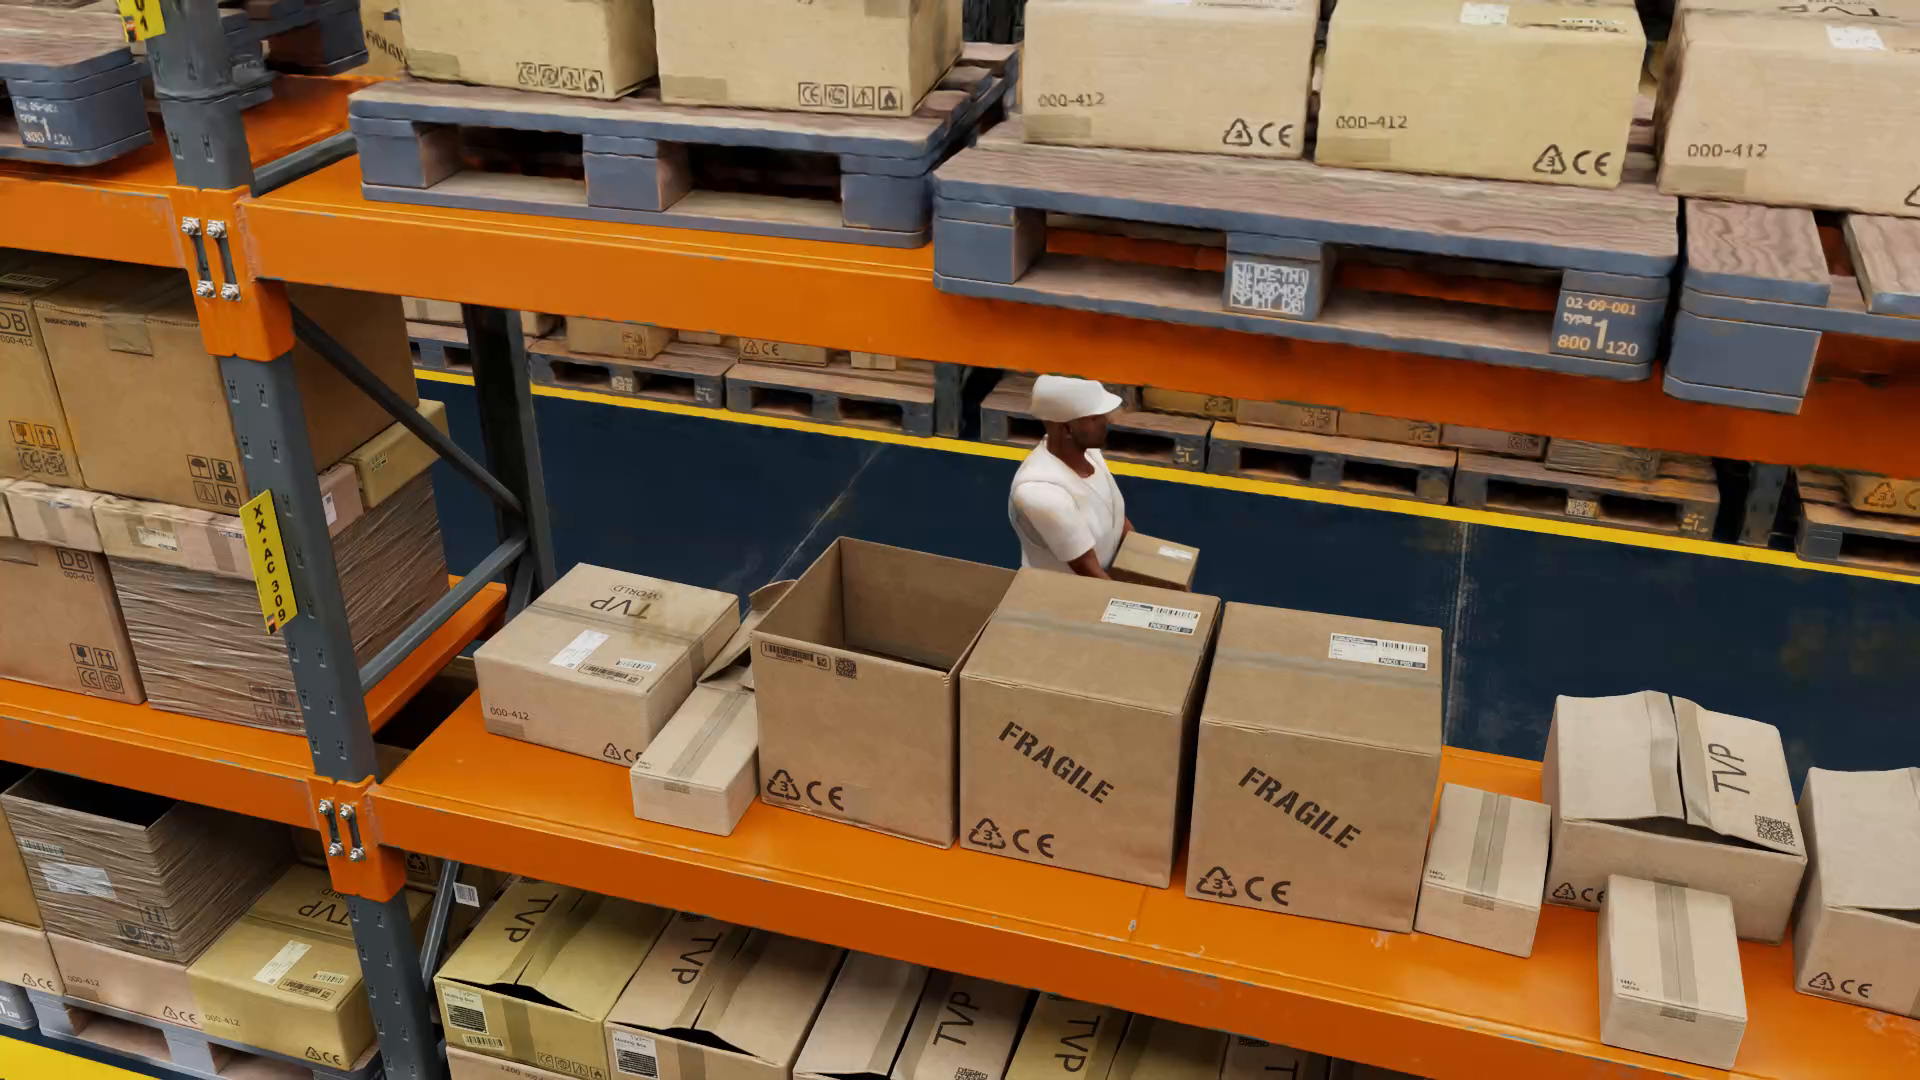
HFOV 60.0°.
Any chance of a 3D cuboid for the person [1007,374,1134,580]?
[{"bbox_3d":[0.463,0.251,5.653,0.563,1.761,0.504,9,30,15],"label":"person"}]
